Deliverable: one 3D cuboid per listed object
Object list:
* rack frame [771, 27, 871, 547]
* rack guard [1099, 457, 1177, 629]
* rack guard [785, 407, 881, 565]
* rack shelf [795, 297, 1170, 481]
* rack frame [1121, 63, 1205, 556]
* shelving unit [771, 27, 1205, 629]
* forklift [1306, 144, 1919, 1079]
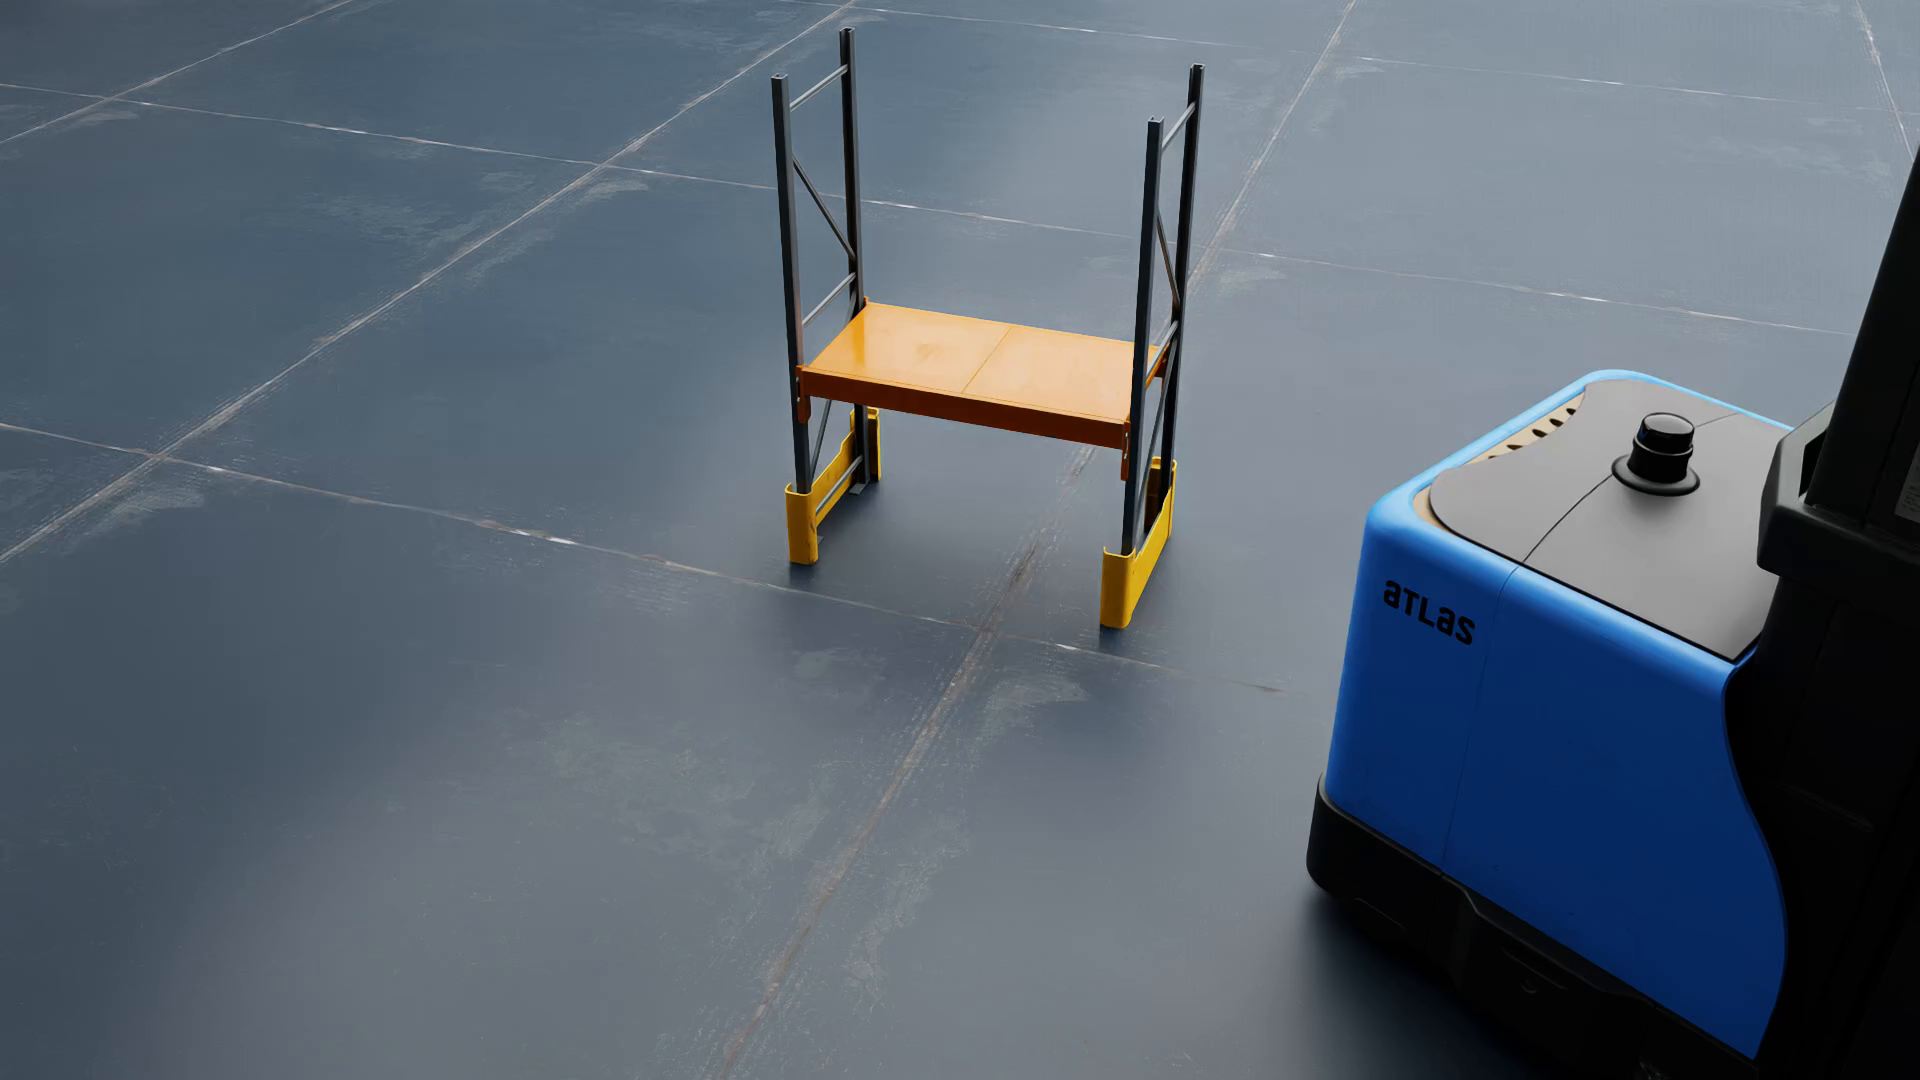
[{"bbox_3d":[-0.398,-0.708,4.963,0.032,1.500,0.500,11,34,16],"label":"rack frame"},{"bbox_3d":[0.541,0.000,5.019,0.087,0.250,0.587,11,34,16],"label":"rack guard"},{"bbox_3d":[-0.397,-0.182,5.302,0.087,0.250,0.587,11,34,16],"label":"rack guard"},{"bbox_3d":[0.080,-0.463,4.917,1.000,0.185,0.538,11,34,16],"label":"rack shelf"},{"bbox_3d":[0.559,-0.521,4.675,0.032,1.500,0.500,11,34,16],"label":"rack frame"},{"bbox_3d":[0.072,-0.616,4.822,1.083,1.500,0.587,11,34,16],"label":"shelving unit"},{"bbox_3d":[2.185,0.010,2.533,1.130,2.935,3.031,-27,41,-35],"label":"forklift"}]
